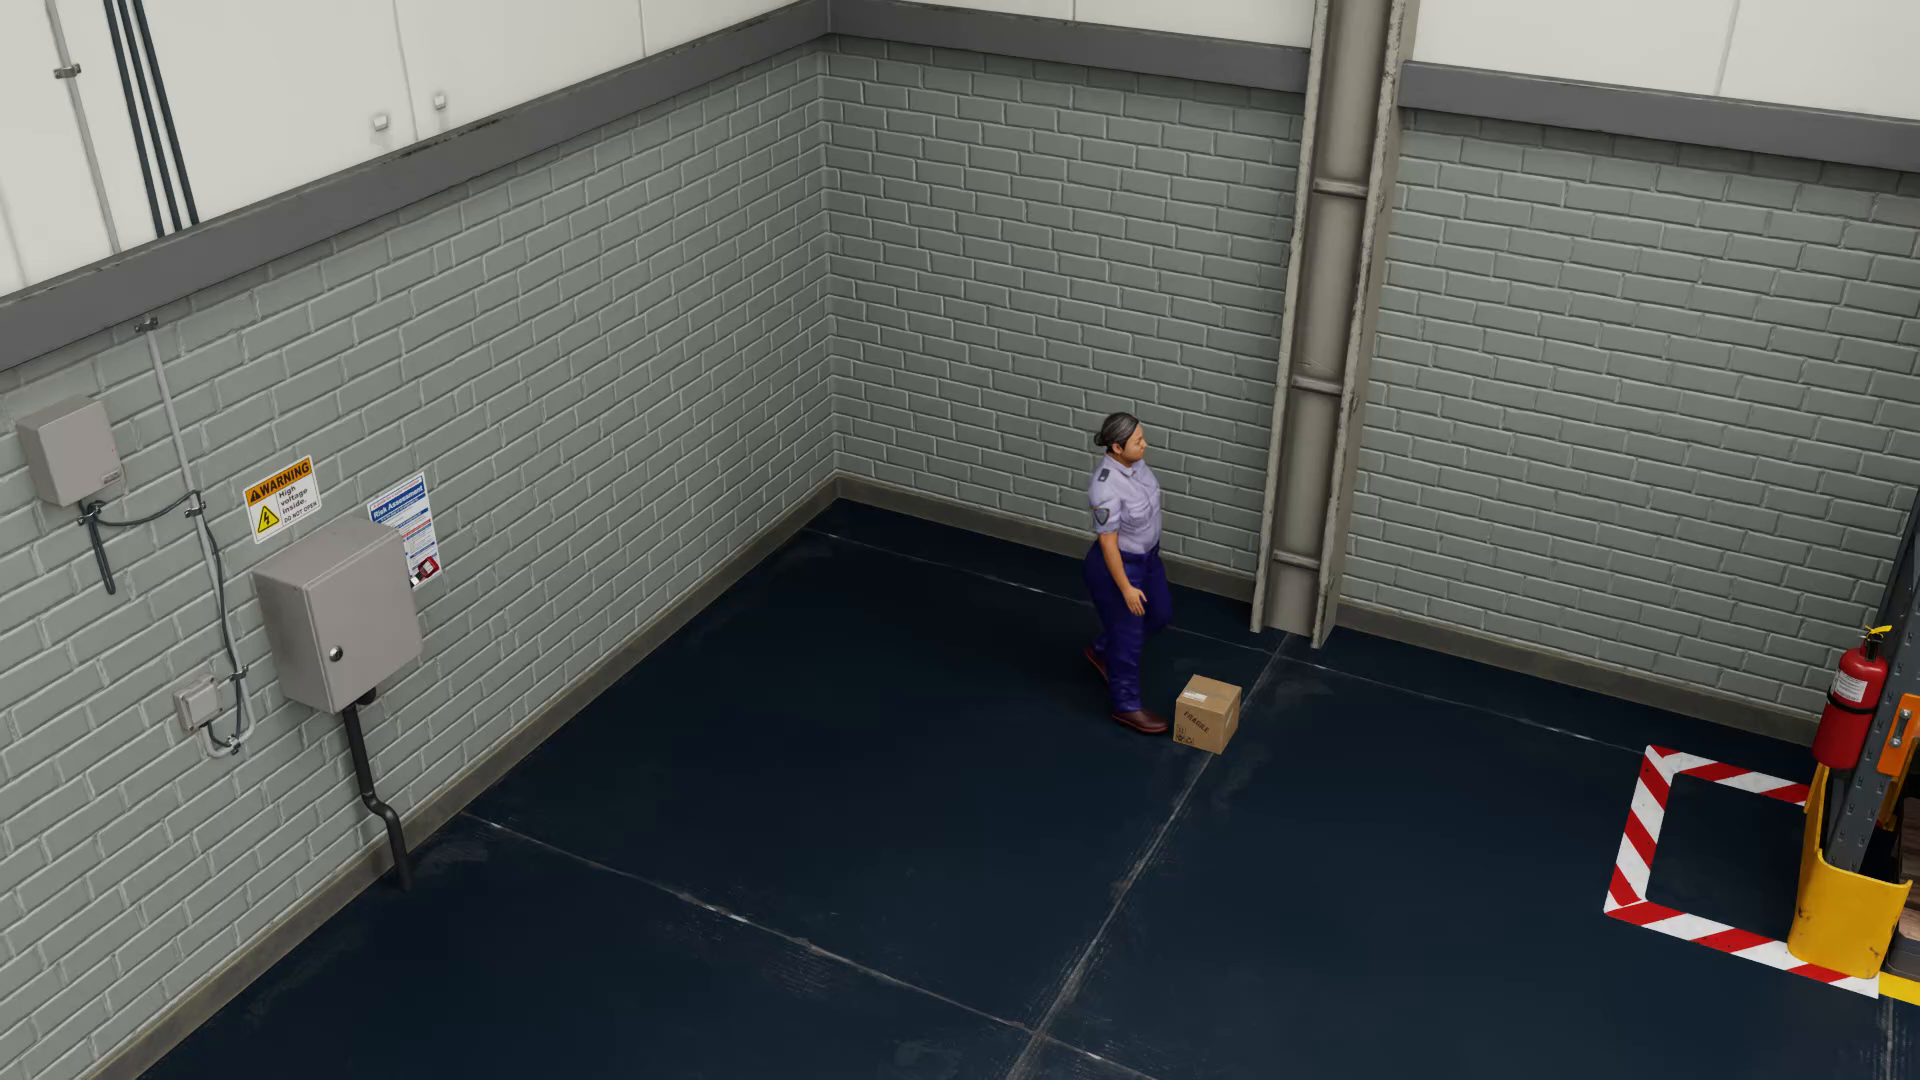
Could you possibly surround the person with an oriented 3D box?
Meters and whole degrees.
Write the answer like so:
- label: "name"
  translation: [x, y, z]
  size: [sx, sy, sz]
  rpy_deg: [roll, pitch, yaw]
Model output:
- label: "person"
  translation: [0.823, 0.141, 8.025]
  size: [0.561, 1.643, 0.497]
  rpy_deg: [14, 33, 22]
